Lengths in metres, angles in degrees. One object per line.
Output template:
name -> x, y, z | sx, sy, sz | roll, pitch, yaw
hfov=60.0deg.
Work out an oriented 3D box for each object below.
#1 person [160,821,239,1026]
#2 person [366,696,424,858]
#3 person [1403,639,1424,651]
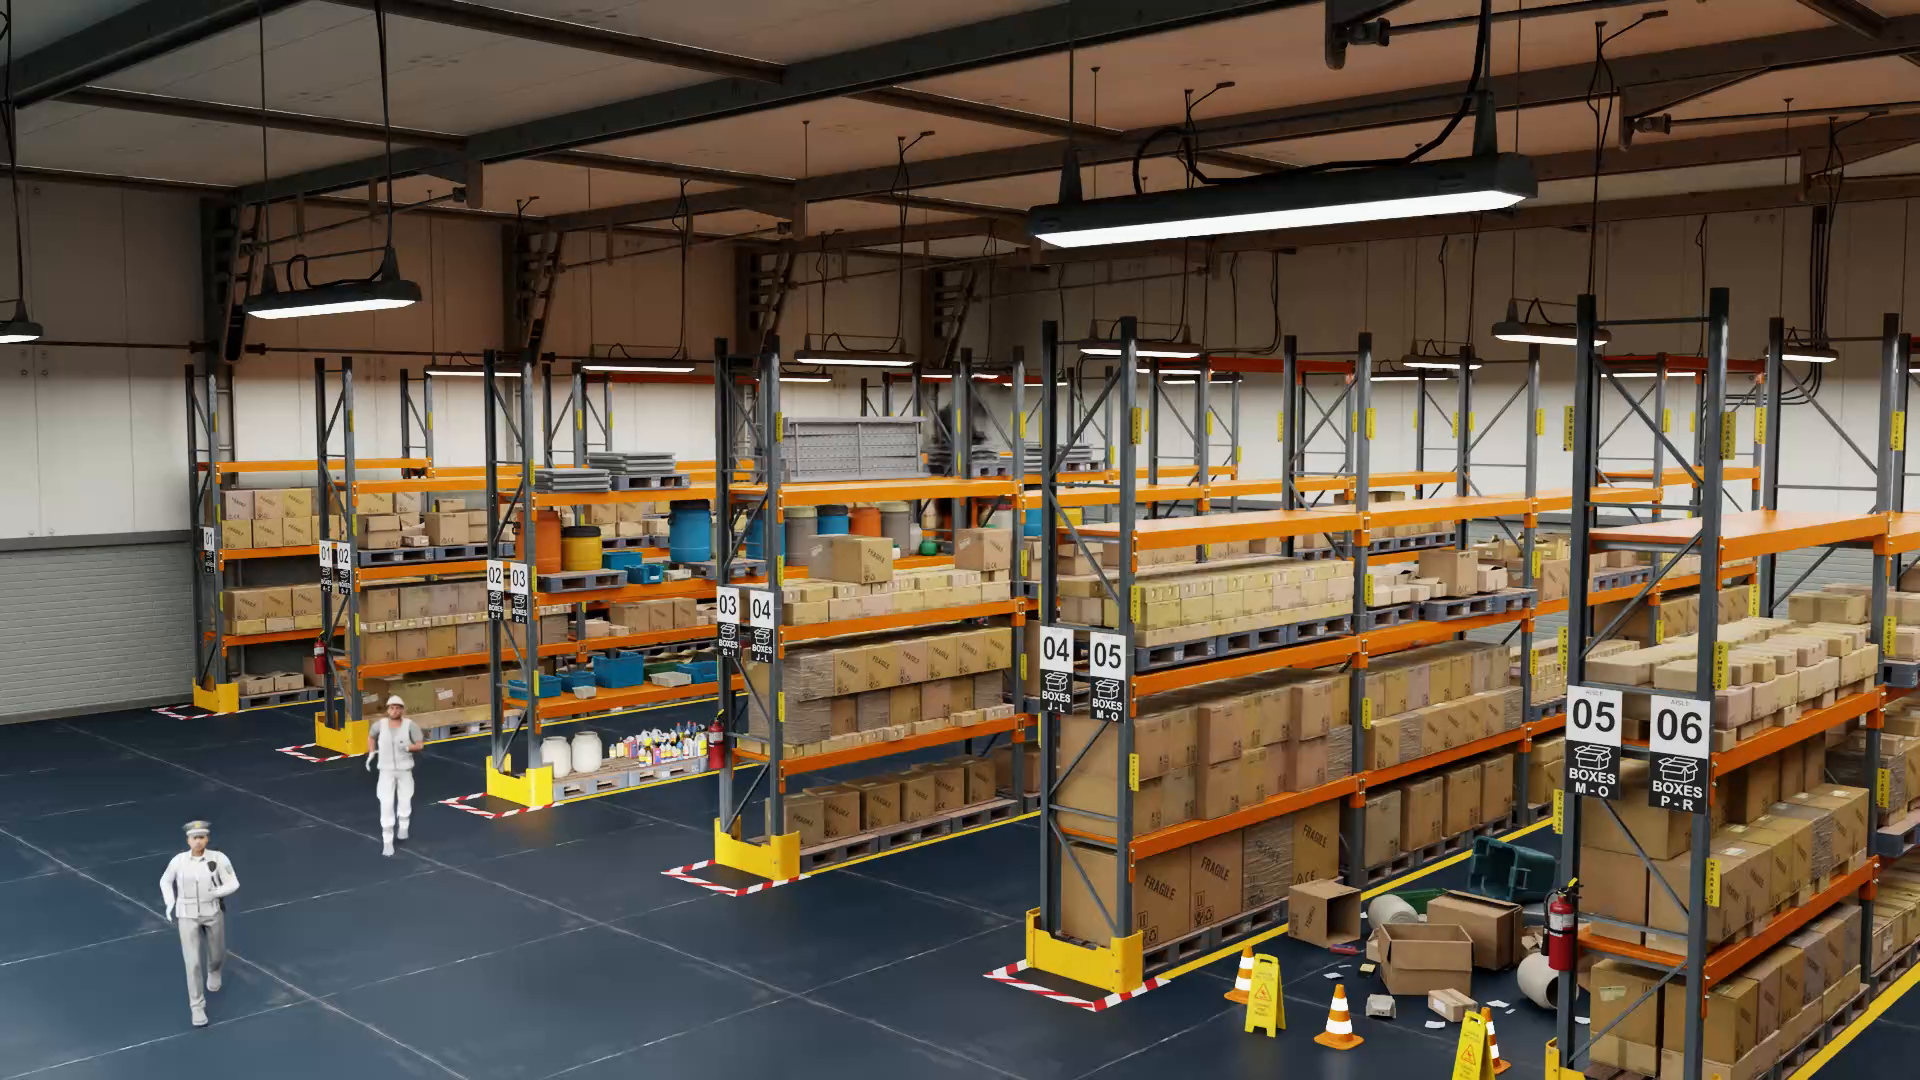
person -> -6.523, 3.224, 14.280 | 0.622, 1.665, 0.896 | -2, 5, -24
person -> -6.678, 2.752, 19.672 | 0.652, 1.838, 0.836 | -1, 5, -18
person -> 7.169, 2.326, 26.097 | 0.638, 1.786, 0.767 | 4, 6, 44
